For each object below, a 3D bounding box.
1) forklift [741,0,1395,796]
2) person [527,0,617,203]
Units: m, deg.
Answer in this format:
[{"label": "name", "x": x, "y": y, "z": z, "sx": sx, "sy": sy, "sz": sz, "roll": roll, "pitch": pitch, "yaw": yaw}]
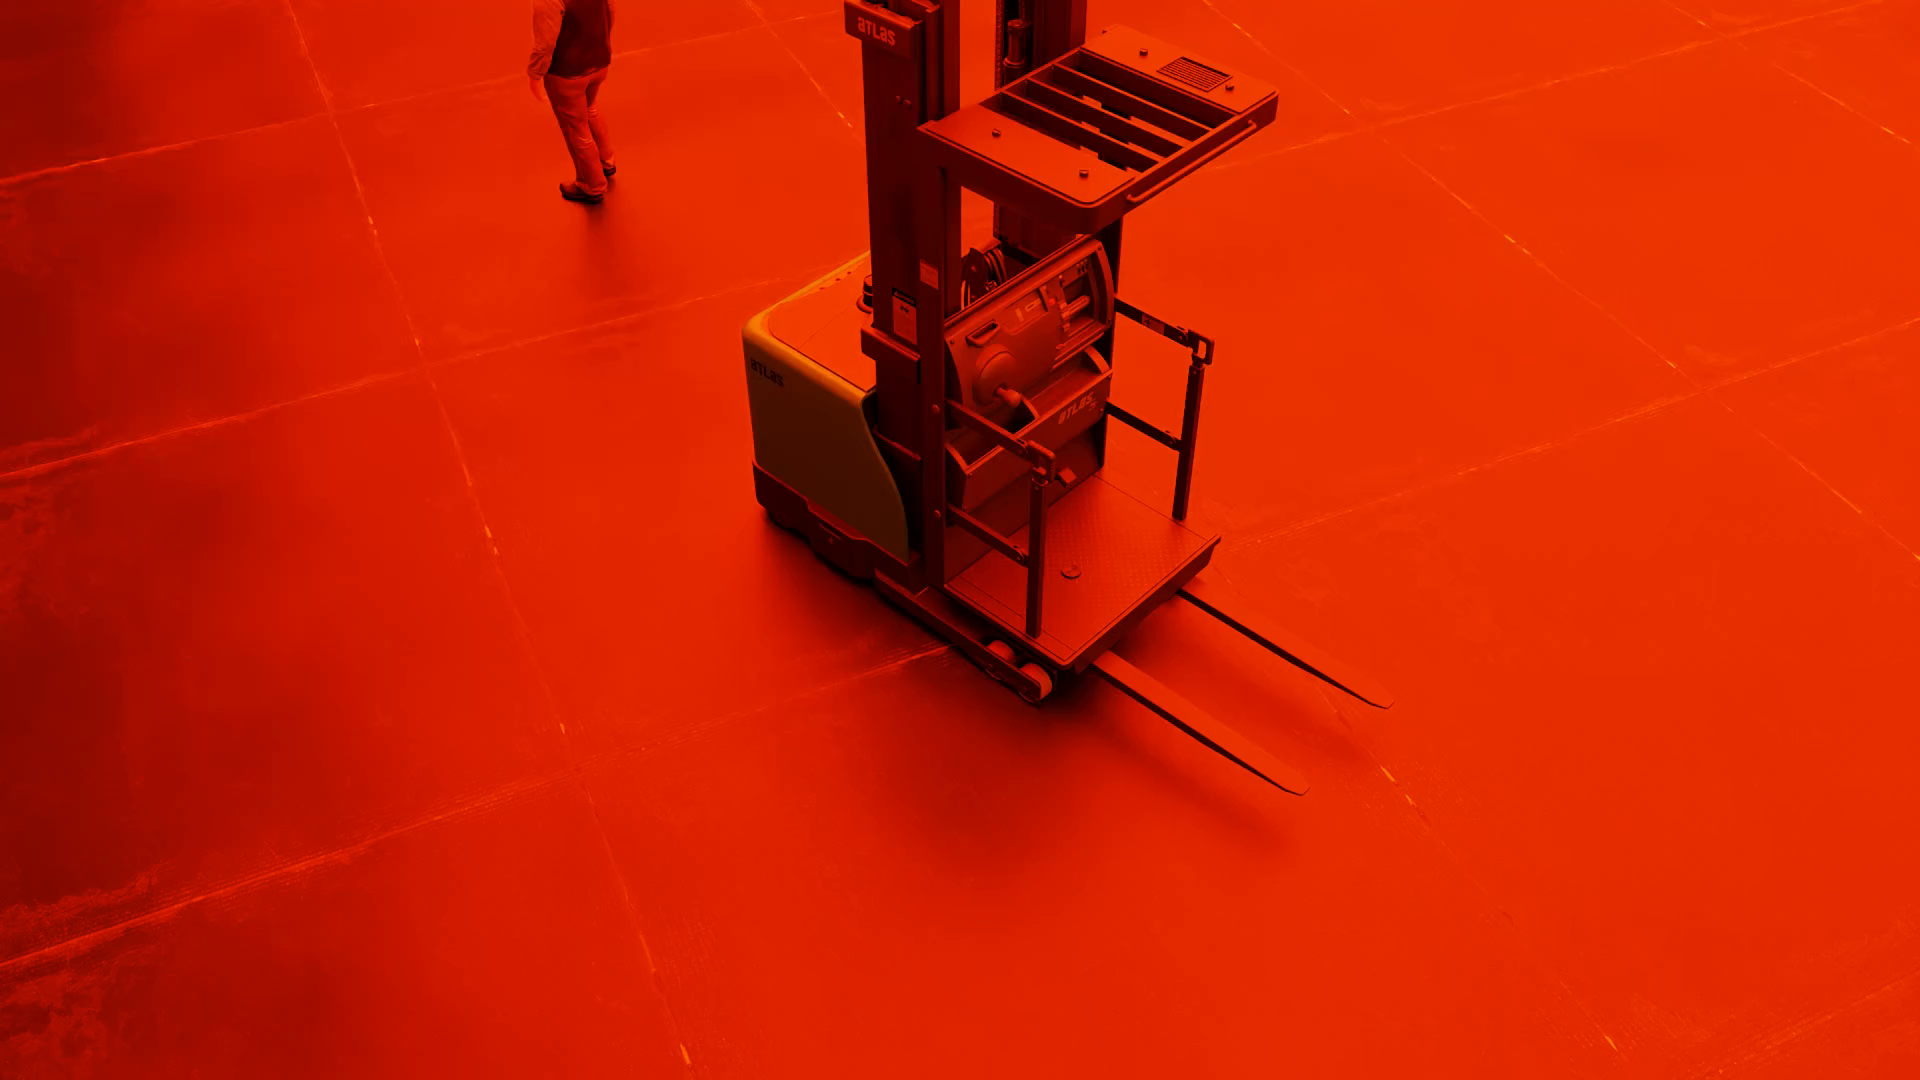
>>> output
[{"label": "forklift", "x": 0.445, "y": -0.788, "z": 6.525, "sx": 3.031, "sy": 2.935, "sz": 1.130, "roll": 32, "pitch": 52, "yaw": 30}, {"label": "person", "x": -2.237, "y": -2.721, "z": 9.473, "sx": 0.578, "sy": 1.717, "sz": 0.633, "roll": 25, "pitch": 48, "yaw": 24}]
